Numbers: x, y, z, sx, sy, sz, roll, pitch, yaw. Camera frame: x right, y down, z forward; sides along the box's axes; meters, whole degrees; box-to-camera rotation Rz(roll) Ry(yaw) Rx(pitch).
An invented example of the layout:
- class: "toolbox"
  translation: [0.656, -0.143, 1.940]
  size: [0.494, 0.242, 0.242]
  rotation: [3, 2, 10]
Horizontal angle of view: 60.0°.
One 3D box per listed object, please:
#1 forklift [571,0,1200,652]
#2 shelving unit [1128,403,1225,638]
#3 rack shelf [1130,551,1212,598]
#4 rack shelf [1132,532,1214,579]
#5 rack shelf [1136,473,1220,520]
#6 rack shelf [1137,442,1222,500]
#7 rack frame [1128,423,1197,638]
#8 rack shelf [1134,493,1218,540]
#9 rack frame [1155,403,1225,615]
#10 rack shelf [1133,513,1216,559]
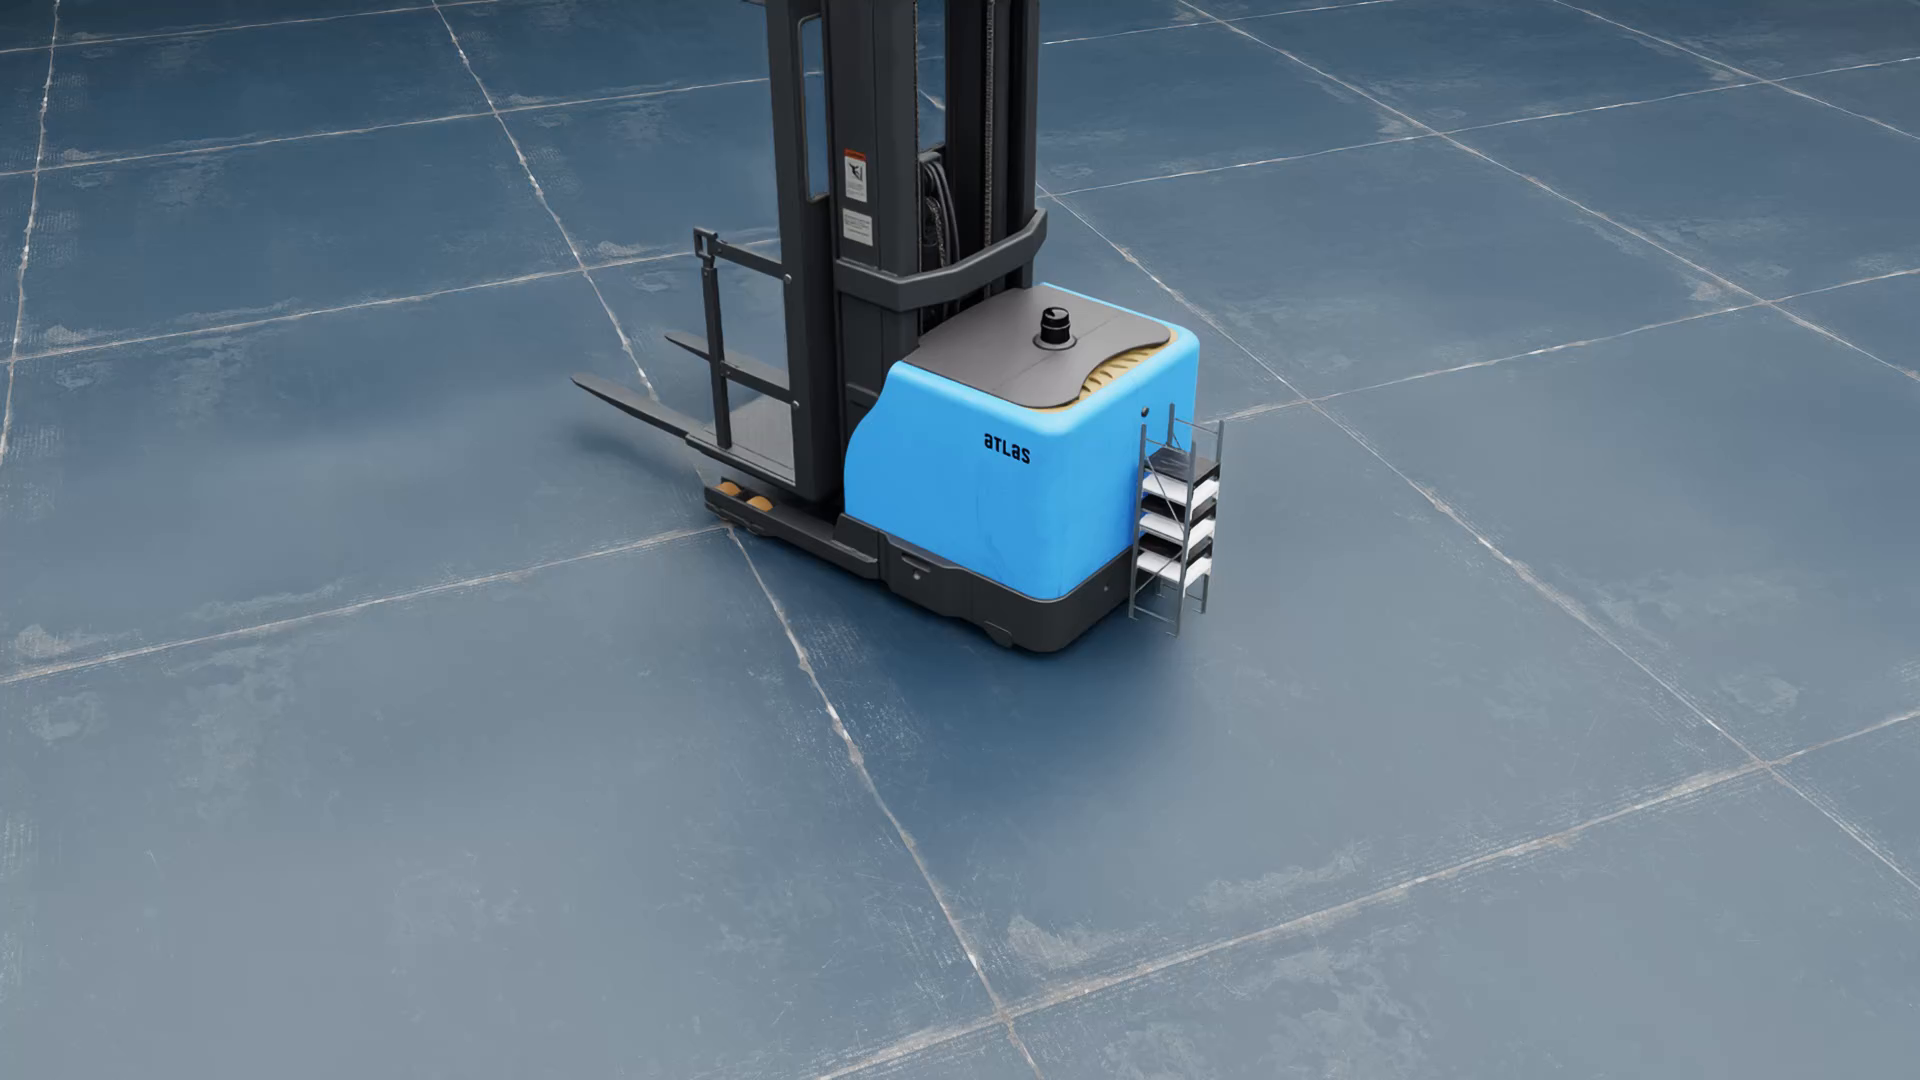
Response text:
- class: "forklift"
  translation: [-0.503, -1.451, 6.792]
  size: [3.031, 2.935, 1.130]
  rotation: [24, 40, 32]
- class: "shelving unit"
  translation: [0.844, -0.069, 6.530]
  size: [0.258, 0.900, 0.210]
  rotation: [23, 39, 31]
- class: "rack shelf"
  translation: [0.844, 0.110, 6.647]
  size: [0.258, 0.077, 0.200]
  rotation: [23, 39, 31]
- class: "rack shelf"
  translation: [0.844, 0.035, 6.598]
  size: [0.258, 0.077, 0.200]
  rotation: [23, 39, 31]
- class: "rack shelf"
  translation: [0.844, -0.192, 6.450]
  size: [0.258, 0.077, 0.200]
  rotation: [23, 39, 31]
- class: "rack shelf"
  translation: [0.844, -0.267, 6.401]
  size: [0.258, 0.077, 0.200]
  rotation: [23, 39, 31]
- class: "rack frame"
  translation: [0.781, -0.025, 6.463]
  size: [0.240, 0.900, 0.006]
  rotation: [23, 39, 31]
- class: "rack shelf"
  translation: [0.844, -0.116, 6.499]
  size: [0.258, 0.077, 0.200]
  rotation: [23, 39, 31]
- class: "rack frame"
  translation: [0.906, -0.112, 6.598]
  size: [0.240, 0.900, 0.006]
  rotation: [23, 39, 31]
- class: "rack shelf"
  translation: [0.844, -0.041, 6.548]
  size: [0.258, 0.077, 0.200]
  rotation: [23, 39, 31]
